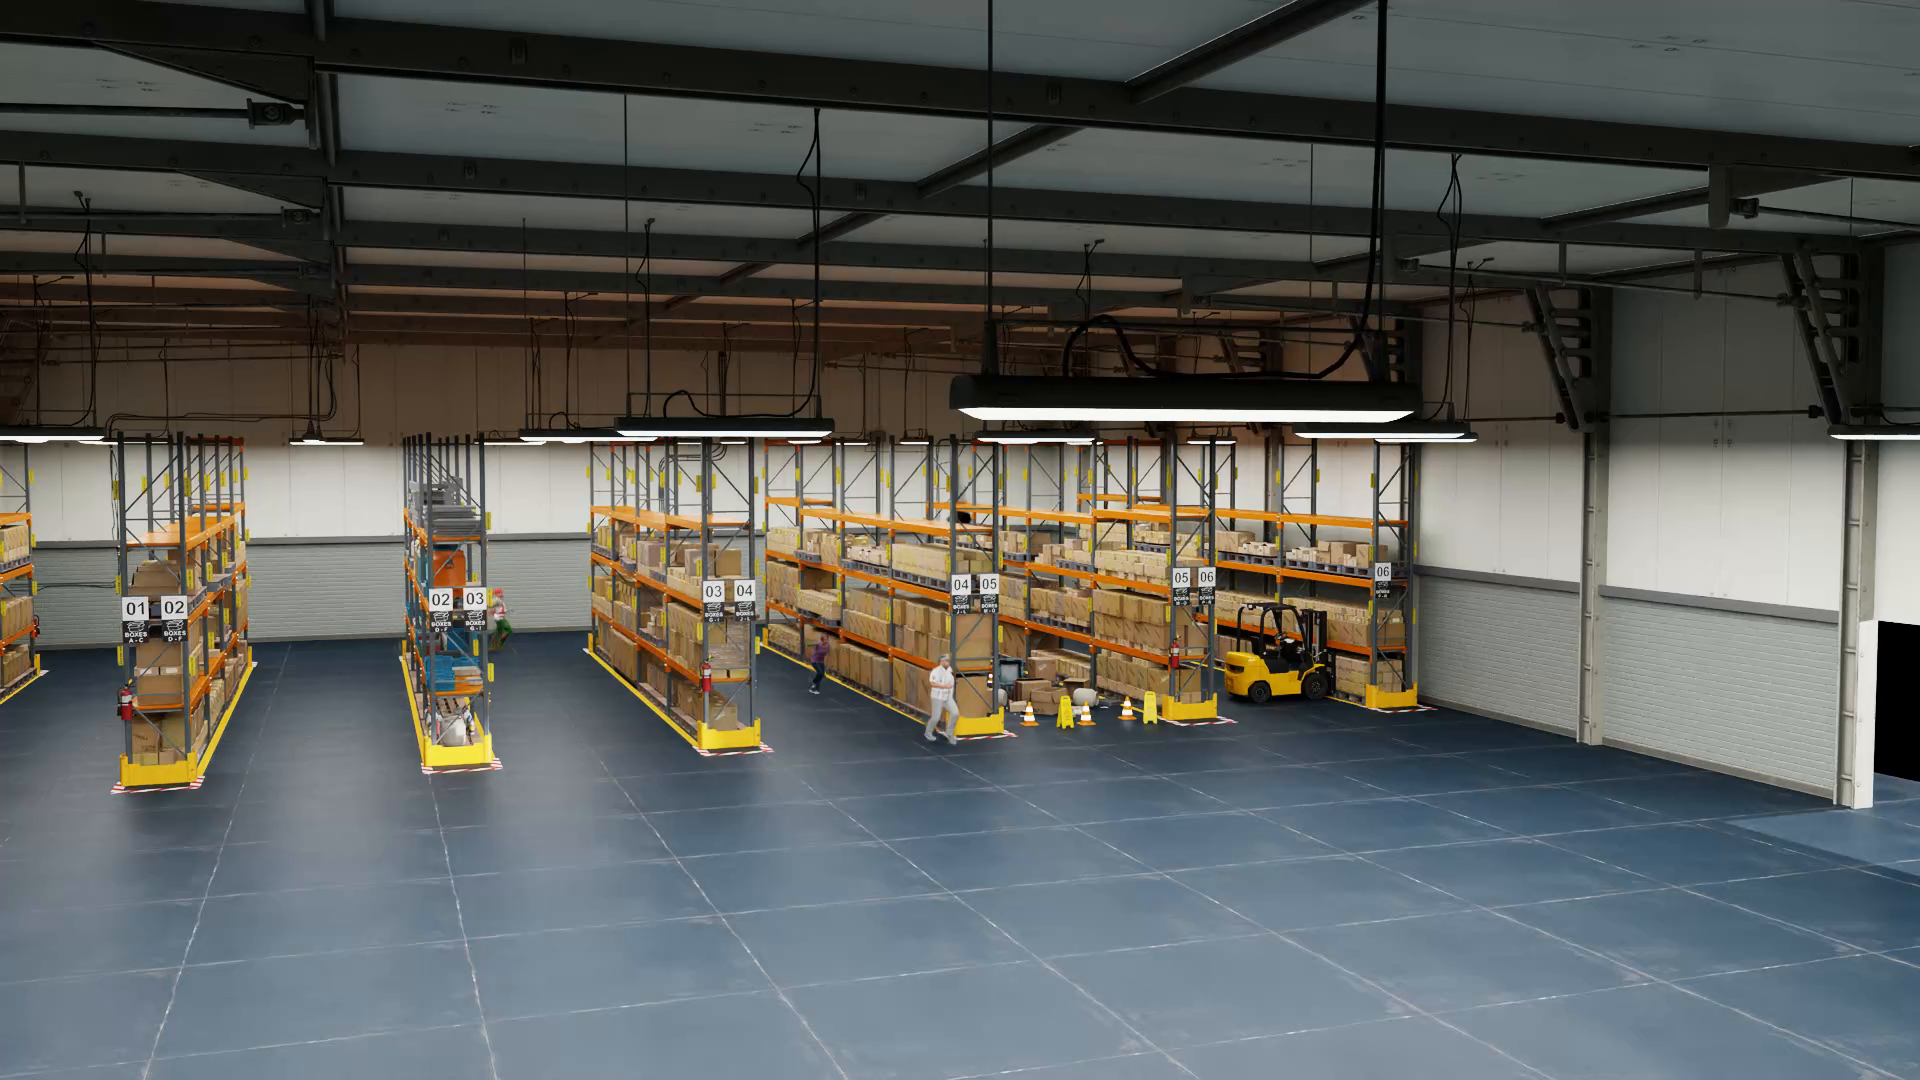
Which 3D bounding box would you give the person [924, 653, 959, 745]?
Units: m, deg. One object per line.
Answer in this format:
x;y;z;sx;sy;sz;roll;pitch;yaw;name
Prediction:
-0.349;3.039;32.212;0.678;1.728;0.836;-3;4;-41;person

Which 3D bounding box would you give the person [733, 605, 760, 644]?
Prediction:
-5.879;2.384;45.551;0.746;1.715;1.059;-1;3;-24;person

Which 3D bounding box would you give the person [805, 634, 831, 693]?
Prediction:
-3.294;2.869;38.524;0.566;1.432;0.830;-2;4;-36;person

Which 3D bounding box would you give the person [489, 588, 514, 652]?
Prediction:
-12.880;2.243;46.677;0.706;1.786;0.649;-1;3;-16;person

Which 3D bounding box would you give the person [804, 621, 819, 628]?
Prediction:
-4.434;2.162;49.844;0.692;1.691;0.678;1;3;10;person
